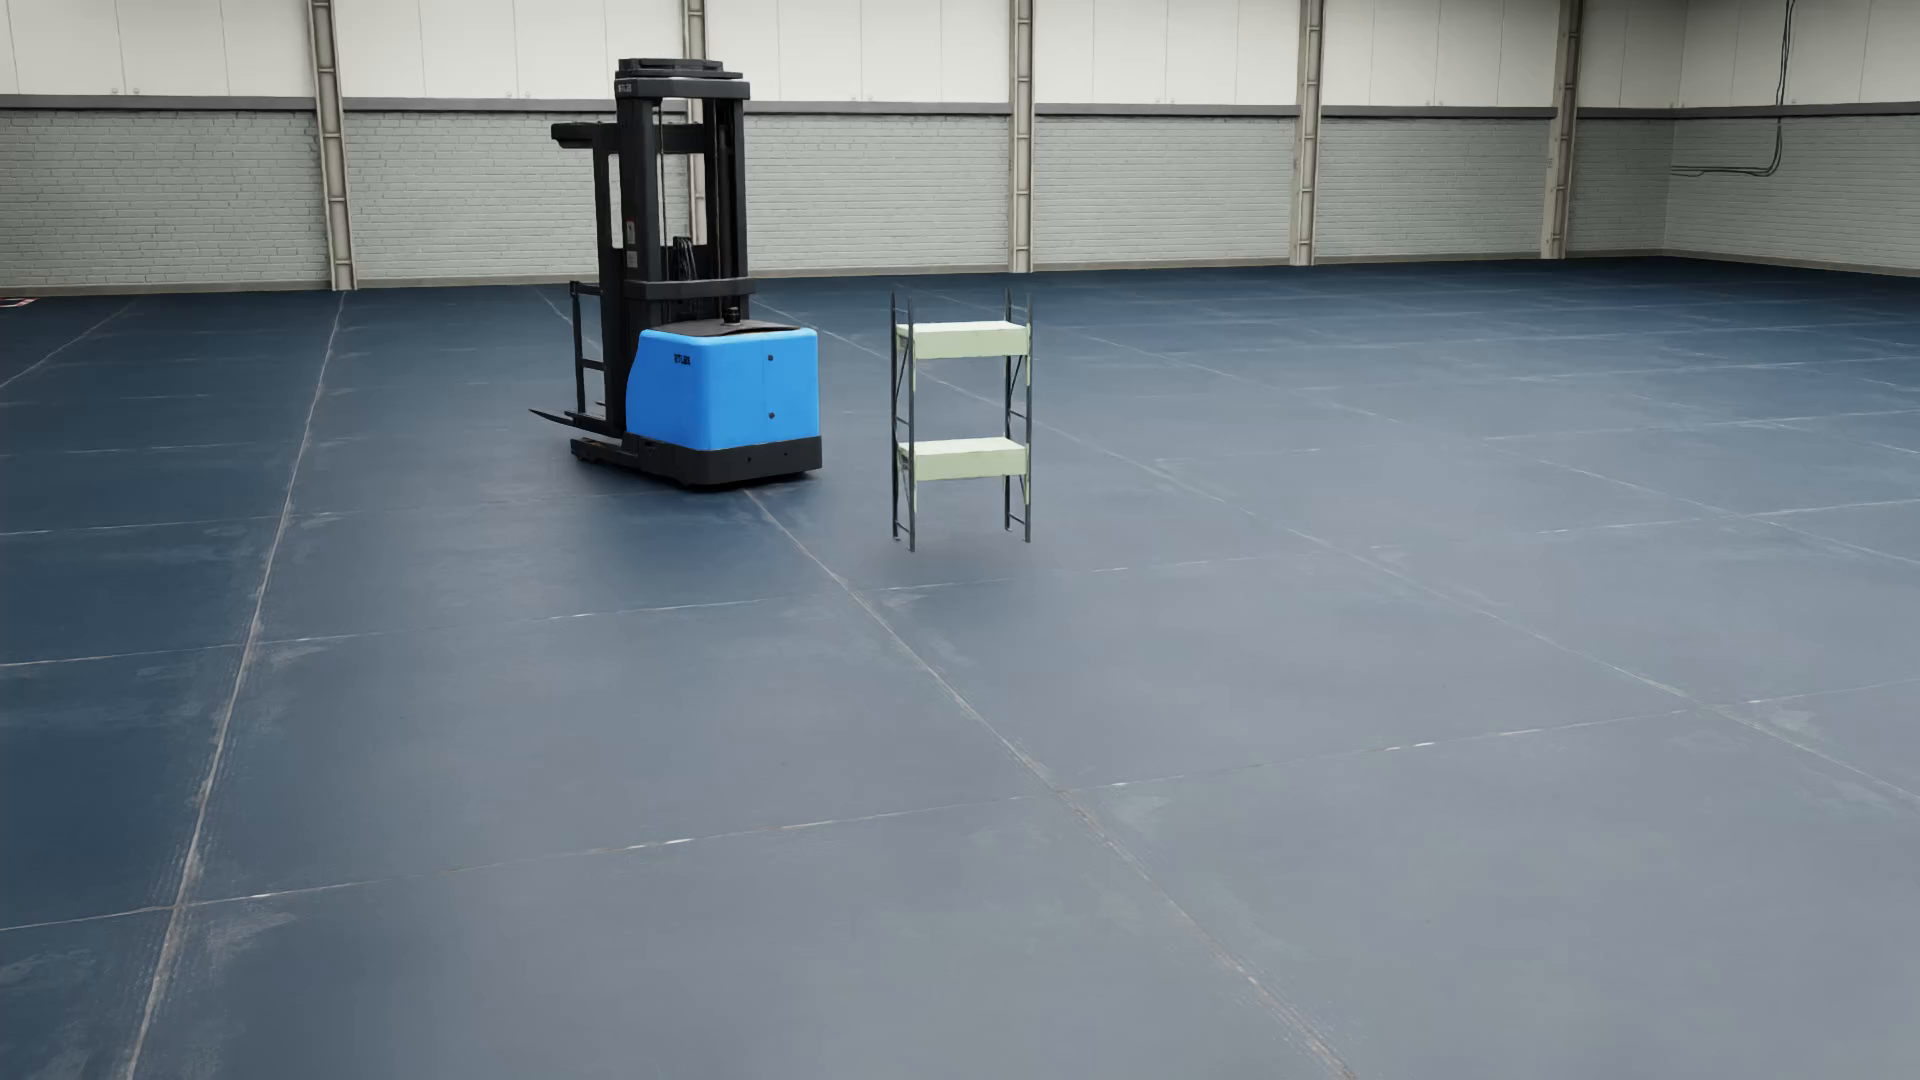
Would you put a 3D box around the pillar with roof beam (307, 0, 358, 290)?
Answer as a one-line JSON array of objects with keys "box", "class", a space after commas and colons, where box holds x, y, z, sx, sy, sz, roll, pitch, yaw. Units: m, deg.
[{"box": [-8.862, -7.606, 22.673, 0.400, 9.000, 9.100, -4, 14, -18], "class": "pillar with roof beam"}]

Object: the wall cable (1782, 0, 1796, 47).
[{"box": [16.588, -10.602, 31.064, 0.112, 2.526, 3.097, -4, 14, -18], "class": "wall cable"}]

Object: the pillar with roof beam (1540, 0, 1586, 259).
[{"box": [13.884, -9.377, 30.120, 0.400, 9.000, 9.100, -4, 14, -18], "class": "pillar with roof beam"}]

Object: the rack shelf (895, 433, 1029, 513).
[{"box": [0.006, -0.413, 10.047, 0.720, 0.370, 0.431, -4, 14, -18], "class": "rack shelf"}]

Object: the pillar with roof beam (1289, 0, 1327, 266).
[{"box": [8.198, -8.935, 28.258, 0.400, 9.000, 9.100, -4, 14, -18], "class": "pillar with roof beam"}]

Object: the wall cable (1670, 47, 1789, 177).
[{"box": [15.725, -8.738, 34.143, 0.112, 2.526, 3.097, -4, 14, -18], "class": "wall cable"}]

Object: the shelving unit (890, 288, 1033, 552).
[{"box": [0.006, -0.730, 9.971, 0.755, 1.500, 0.431, -4, 14, -18], "class": "shelving unit"}]

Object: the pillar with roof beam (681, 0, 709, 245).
[{"box": [-3.176, -8.049, 24.535, 0.400, 9.000, 9.100, -4, 14, -18], "class": "pillar with roof beam"}]

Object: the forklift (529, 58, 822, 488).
[{"box": [-2.329, -2.070, 12.513, 1.130, 2.935, 3.031, -11, 17, -39], "class": "forklift"}]

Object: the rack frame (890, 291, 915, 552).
[{"box": [-0.341, -0.703, 9.858, 0.023, 1.500, 0.400, -4, 14, -18], "class": "rack frame"}]

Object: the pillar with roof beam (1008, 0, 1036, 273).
[{"box": [2.511, -8.492, 26.396, 0.400, 9.000, 9.100, -4, 14, -18], "class": "pillar with roof beam"}]

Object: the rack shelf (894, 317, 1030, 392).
[{"box": [0.006, -1.110, 9.881, 0.720, 0.370, 0.431, -4, 14, -18], "class": "rack shelf"}]

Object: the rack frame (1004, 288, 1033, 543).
[{"box": [0.353, -0.757, 10.085, 0.023, 1.500, 0.400, -4, 14, -18], "class": "rack frame"}]
